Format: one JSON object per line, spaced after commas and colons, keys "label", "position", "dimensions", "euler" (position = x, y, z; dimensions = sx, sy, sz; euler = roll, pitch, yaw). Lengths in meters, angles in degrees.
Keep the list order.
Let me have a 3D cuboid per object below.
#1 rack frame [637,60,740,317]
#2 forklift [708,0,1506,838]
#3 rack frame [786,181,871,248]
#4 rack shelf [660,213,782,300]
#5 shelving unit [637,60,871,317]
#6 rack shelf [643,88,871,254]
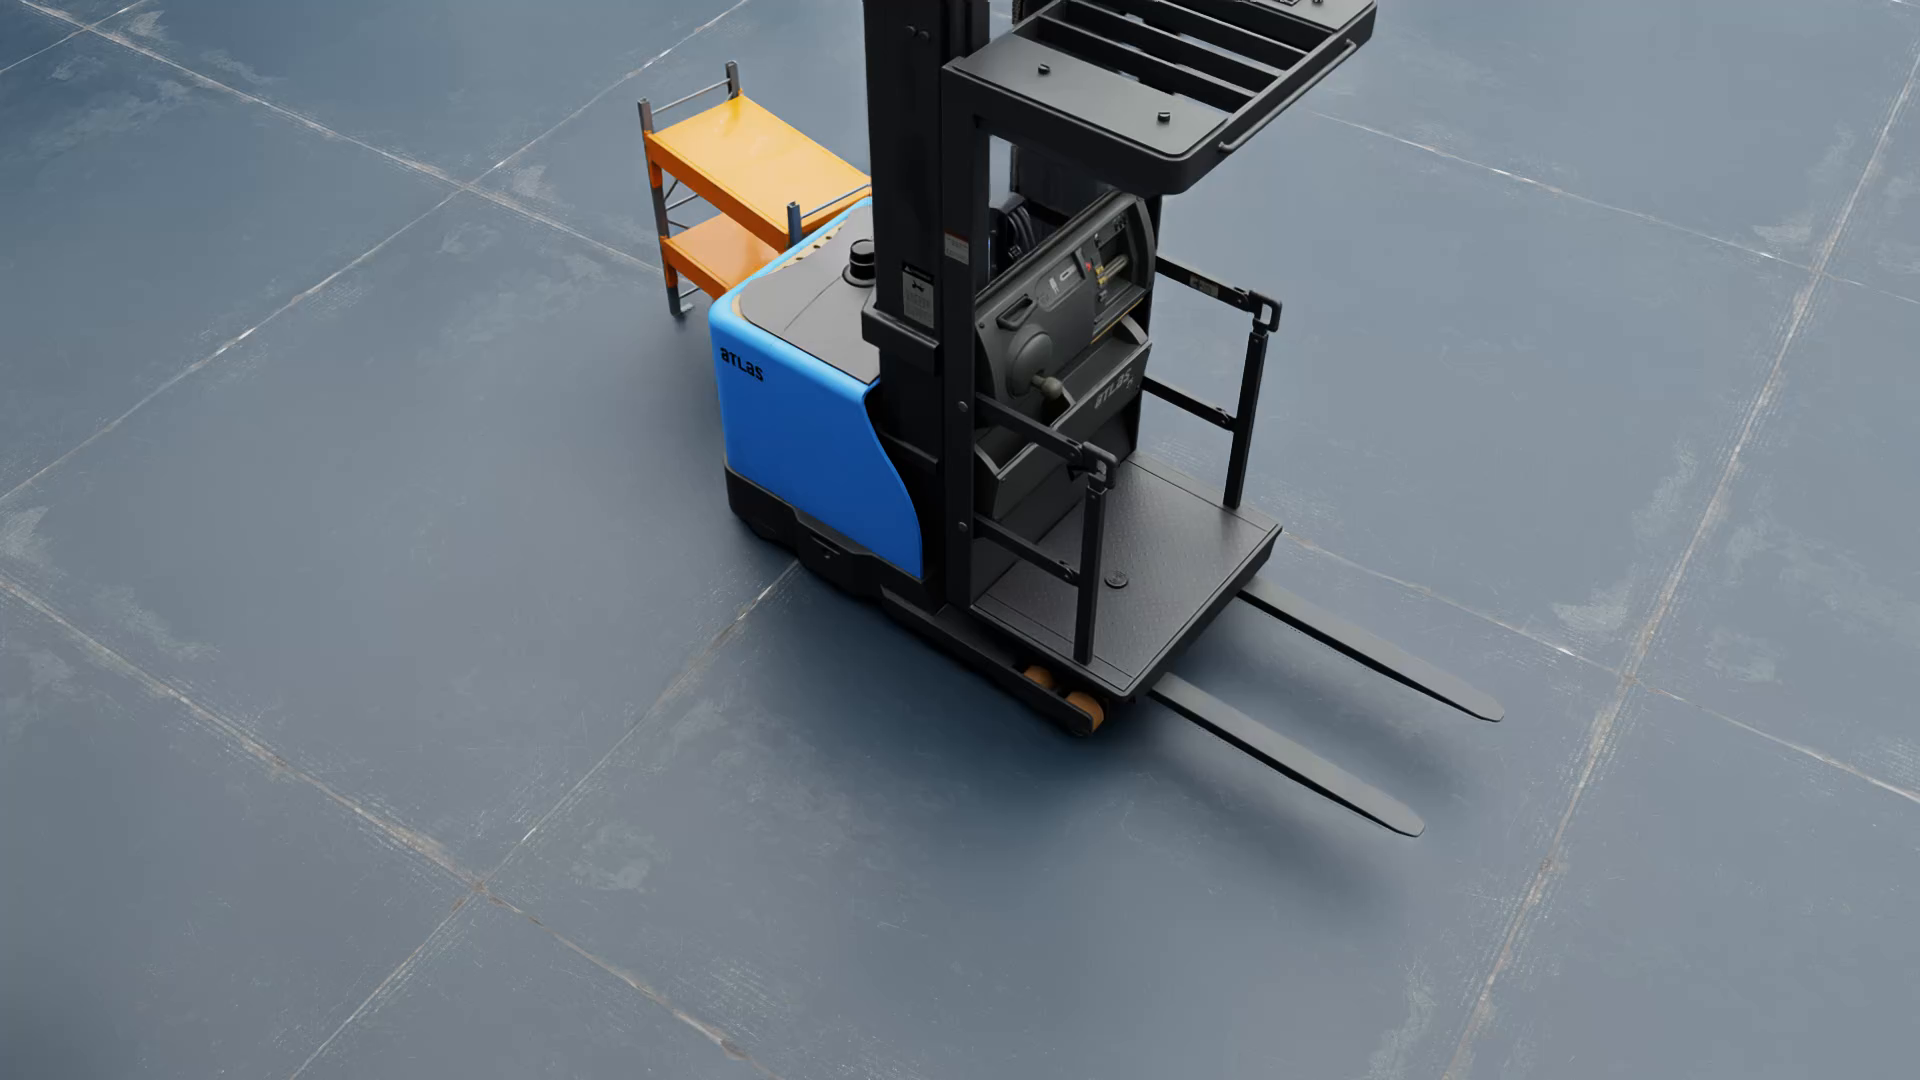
{"label": "rack frame", "position": [-1.159, -1.562, 7.483], "dimensions": [0.500, 1.125, 0.032], "euler": [-33, 54, -28]}
{"label": "forklift", "position": [0.527, -0.744, 5.429], "dimensions": [3.031, 2.935, 1.130], "euler": [29, 53, 26]}
{"label": "rack frame", "position": [-0.478, -1.020, 6.957], "dimensions": [0.500, 1.125, 0.032], "euler": [-33, 54, -28]}
{"label": "rack shelf", "position": [-0.818, -1.121, 7.396], "dimensions": [0.538, 0.278, 1.000], "euler": [-33, 54, -28]}
{"label": "shelving unit", "position": [-0.818, -1.291, 7.220], "dimensions": [0.538, 1.125, 1.048], "euler": [-33, 54, -28]}
{"label": "rack shelf", "position": [-0.818, -1.495, 7.010], "dimensions": [0.538, 0.278, 1.000], "euler": [-33, 54, -28]}
